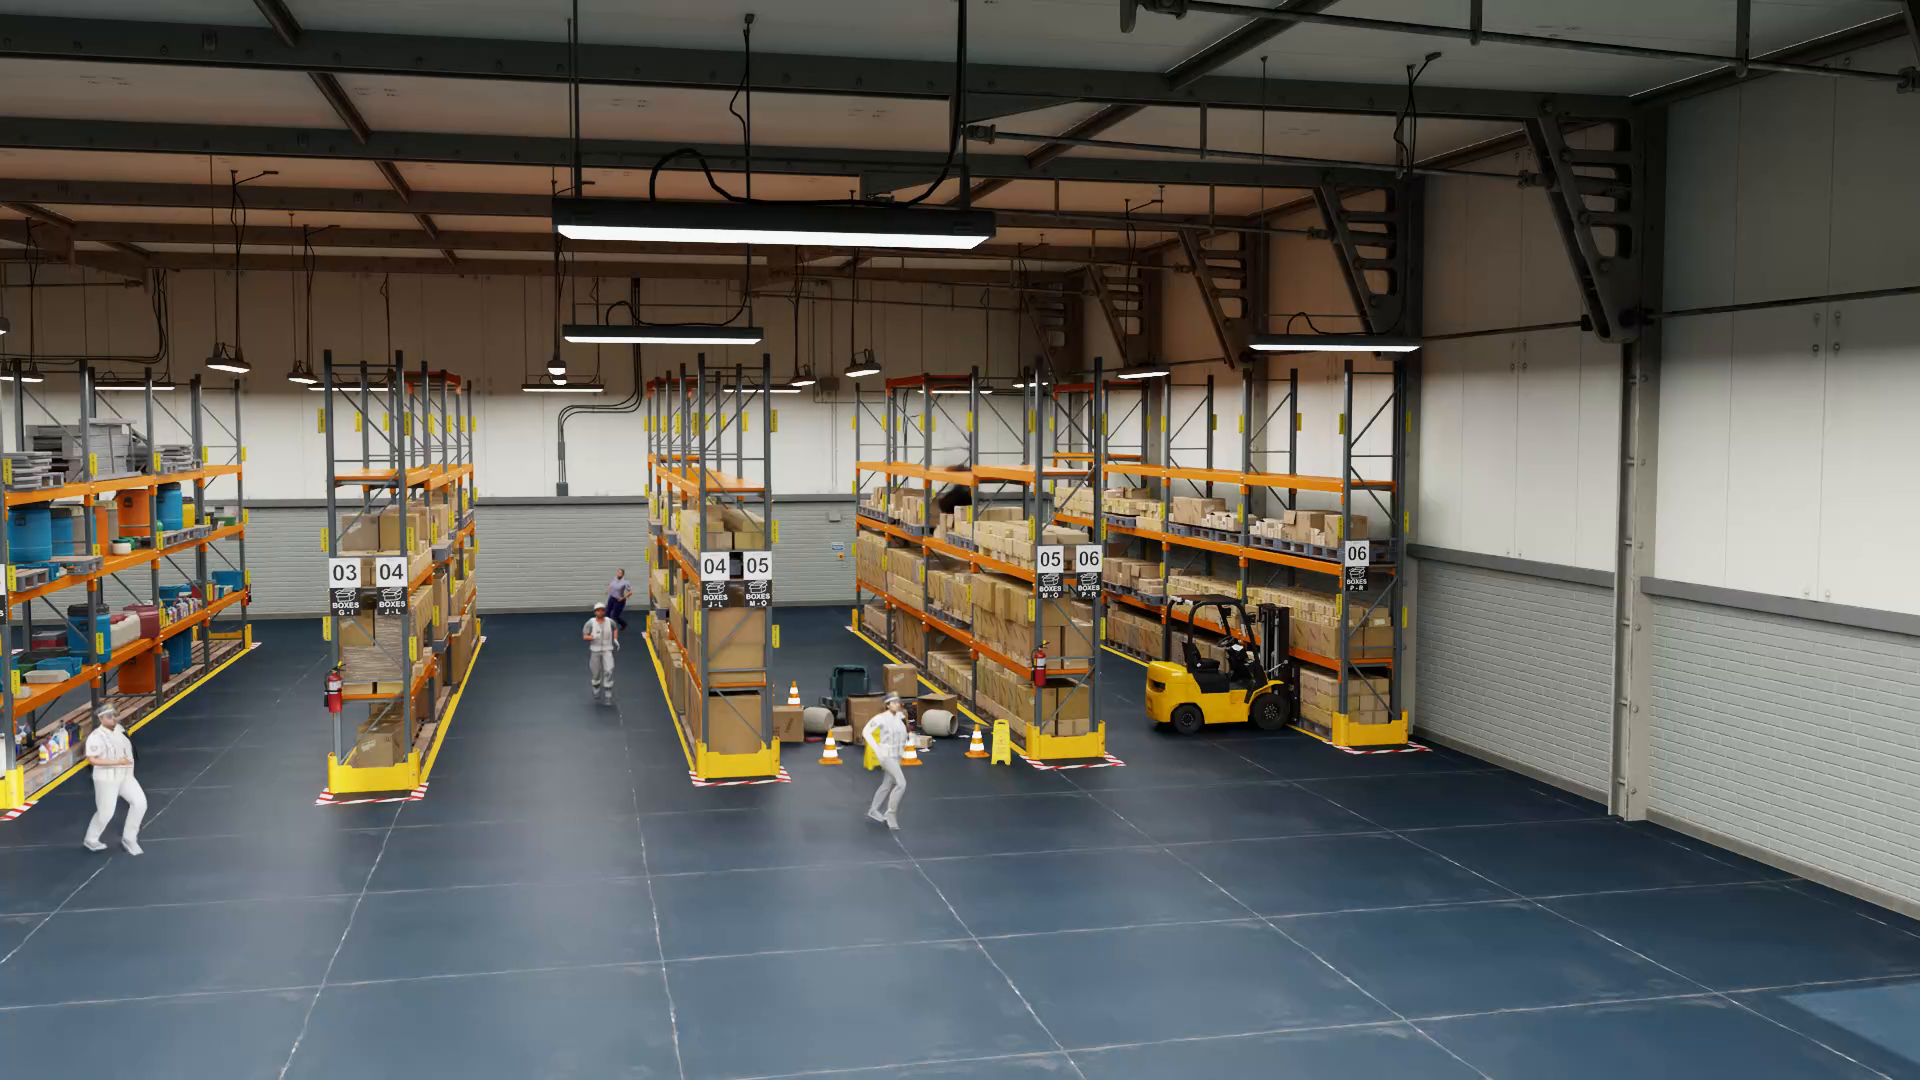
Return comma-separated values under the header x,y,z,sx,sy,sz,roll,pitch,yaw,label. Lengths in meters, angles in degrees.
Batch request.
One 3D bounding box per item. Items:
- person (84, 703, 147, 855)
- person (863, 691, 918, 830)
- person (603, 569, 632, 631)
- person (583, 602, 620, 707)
x,y,z,sx,sy,sz,roll,pitch,yaw,label
-9.864,2.798,19.384,0.767,1.827,0.670,2,4,21,person
-0.846,2.734,20.716,0.715,1.746,0.579,3,5,35,person
-8.182,1.455,39.636,0.788,1.565,0.741,2,5,30,person
-6.395,2.037,29.691,0.648,1.845,0.691,-1,4,-16,person
